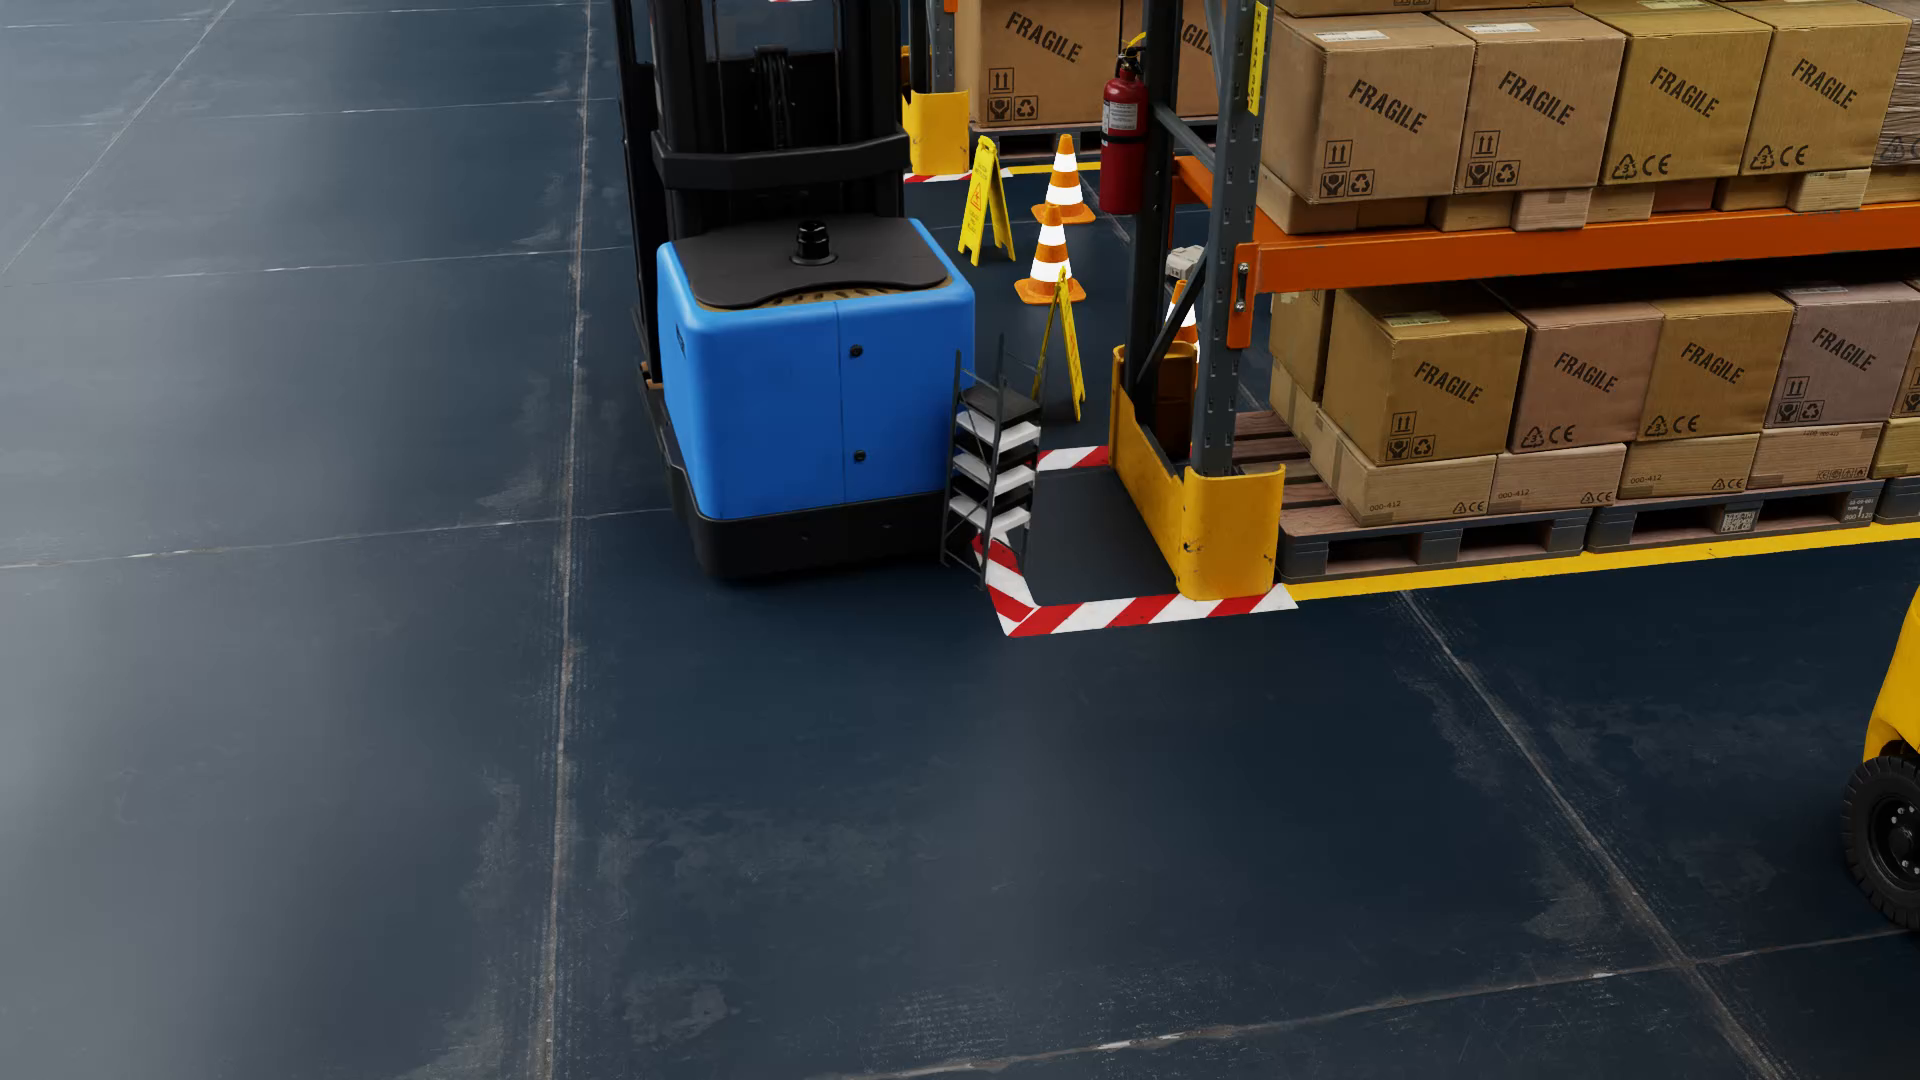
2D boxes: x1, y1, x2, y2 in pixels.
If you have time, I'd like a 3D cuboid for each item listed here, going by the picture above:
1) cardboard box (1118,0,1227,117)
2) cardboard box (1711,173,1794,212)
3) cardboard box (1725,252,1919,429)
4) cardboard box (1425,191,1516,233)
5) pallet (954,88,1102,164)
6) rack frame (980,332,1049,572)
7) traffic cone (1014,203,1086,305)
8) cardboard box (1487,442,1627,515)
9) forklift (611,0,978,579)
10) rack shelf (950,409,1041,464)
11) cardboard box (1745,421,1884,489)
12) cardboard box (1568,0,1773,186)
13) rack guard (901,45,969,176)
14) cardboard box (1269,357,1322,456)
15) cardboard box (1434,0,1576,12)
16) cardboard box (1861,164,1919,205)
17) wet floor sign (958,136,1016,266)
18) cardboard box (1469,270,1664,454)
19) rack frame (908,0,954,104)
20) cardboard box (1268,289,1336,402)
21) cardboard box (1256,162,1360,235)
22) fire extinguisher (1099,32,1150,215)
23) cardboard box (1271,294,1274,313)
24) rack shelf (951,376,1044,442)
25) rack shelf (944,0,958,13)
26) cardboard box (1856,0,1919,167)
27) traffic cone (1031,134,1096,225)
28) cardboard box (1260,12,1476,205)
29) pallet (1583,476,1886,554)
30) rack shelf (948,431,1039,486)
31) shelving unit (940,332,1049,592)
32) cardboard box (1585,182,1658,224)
[{"bbox_3d":[1.336,-3.266,10.669,0.875,0.875,0.875,-6,31,-10],"label":"cardboard box"},{"bbox_3d":[2.720,-1.304,5.897,0.250,0.149,0.380,-6,31,-10],"label":"cardboard box"},{"bbox_3d":[3.206,-0.768,6.297,0.500,0.500,0.500,-4,31,-6],"label":"cardboard box"},{"bbox_3d":[1.700,-1.200,5.721,0.250,0.149,0.380,-6,31,-11],"label":"cardboard box"},{"bbox_3d":[0.589,-2.735,10.835,1.213,0.211,1.003,-5,31,-9],"label":"pallet"},{"bbox_3d":[0.188,-0.302,5.990,0.006,0.900,0.240,-25,45,-35],"label":"rack frame"},{"bbox_3d":[0.463,-1.478,8.448,0.334,0.463,0.336,-5,31,-9],"label":"traffic cone"},{"bbox_3d":[2.154,-0.341,6.310,0.500,0.250,0.500,-4,31,-7],"label":"cardboard box"},{"bbox_3d":[-0.833,-1.857,6.658,1.130,2.935,3.031,-8,31,-14],"label":"forklift"},{"bbox_3d":[0.123,-0.386,5.847,0.200,0.077,0.258,-25,45,-35],"label":"rack shelf"},{"bbox_3d":[3.186,-0.442,6.482,0.500,0.250,0.500,-5,31,-8],"label":"cardboard box"},{"bbox_3d":[2.333,-1.539,5.657,0.500,0.500,0.500,-6,31,-10],"label":"cardboard box"},{"bbox_3d":[-0.207,-2.745,10.567,0.348,0.500,1.175,-5,31,-9],"label":"rack guard"},{"bbox_3d":[1.577,-0.572,6.704,0.500,0.250,0.500,-5,31,-9],"label":"cardboard box"},{"bbox_3d":[1.770,-2.167,5.738,0.500,0.500,0.700,-5,31,-8],"label":"cardboard box"},{"bbox_3d":[3.225,-1.339,5.957,0.250,0.149,0.380,-6,31,-10],"label":"cardboard box"},{"bbox_3d":[0.144,-1.820,8.851,0.232,0.644,0.267,-11,32,-17],"label":"wet floor sign"},{"bbox_3d":[2.187,-0.673,6.136,0.500,0.500,0.500,-6,31,-11],"label":"cardboard box"},{"bbox_3d":[-0.184,-3.825,9.938,0.127,3.000,1.000,-5,31,-9],"label":"rack frame"},{"bbox_3d":[1.548,-0.888,6.502,0.500,0.500,0.500,-5,31,-9],"label":"cardboard box"},{"bbox_3d":[1.179,-1.186,5.697,0.250,0.149,0.380,-5,31,-9],"label":"cardboard box"},{"bbox_3d":[0.612,-1.552,6.149,0.183,0.674,0.296,-5,31,-9],"label":"fire extinguisher"},{"bbox_3d":[1.732,-1.264,8.395,0.250,0.149,0.380,10,32,17],"label":"cardboard box"},{"bbox_3d":[0.130,-0.459,5.795,0.200,0.077,0.258,-25,45,-35],"label":"rack shelf"},{"bbox_3d":[1.783,-3.698,10.430,4.000,0.370,1.077,-5,31,-9],"label":"rack shelf"},{"bbox_3d":[3.335,-1.638,5.826,0.500,0.500,0.500,-4,31,-8],"label":"cardboard box"},{"bbox_3d":[0.594,-2.072,9.459,0.334,0.463,0.336,-5,31,-9],"label":"traffic cone"},{"bbox_3d":[1.323,-1.443,5.494,0.500,0.500,0.500,-6,31,-10],"label":"cardboard box"},{"bbox_3d":[2.885,-0.337,6.757,1.213,0.211,1.003,-5,31,-9],"label":"pallet"},{"bbox_3d":[0.117,-0.313,5.899,0.200,0.077,0.258,-25,45,-35],"label":"rack shelf"},{"bbox_3d":[0.113,-0.267,5.932,0.210,0.900,0.258,-25,45,-35],"label":"shelving unit"},{"bbox_3d":[2.206,-1.240,5.790,0.250,0.149,0.380,-5,31,-8],"label":"cardboard box"}]
